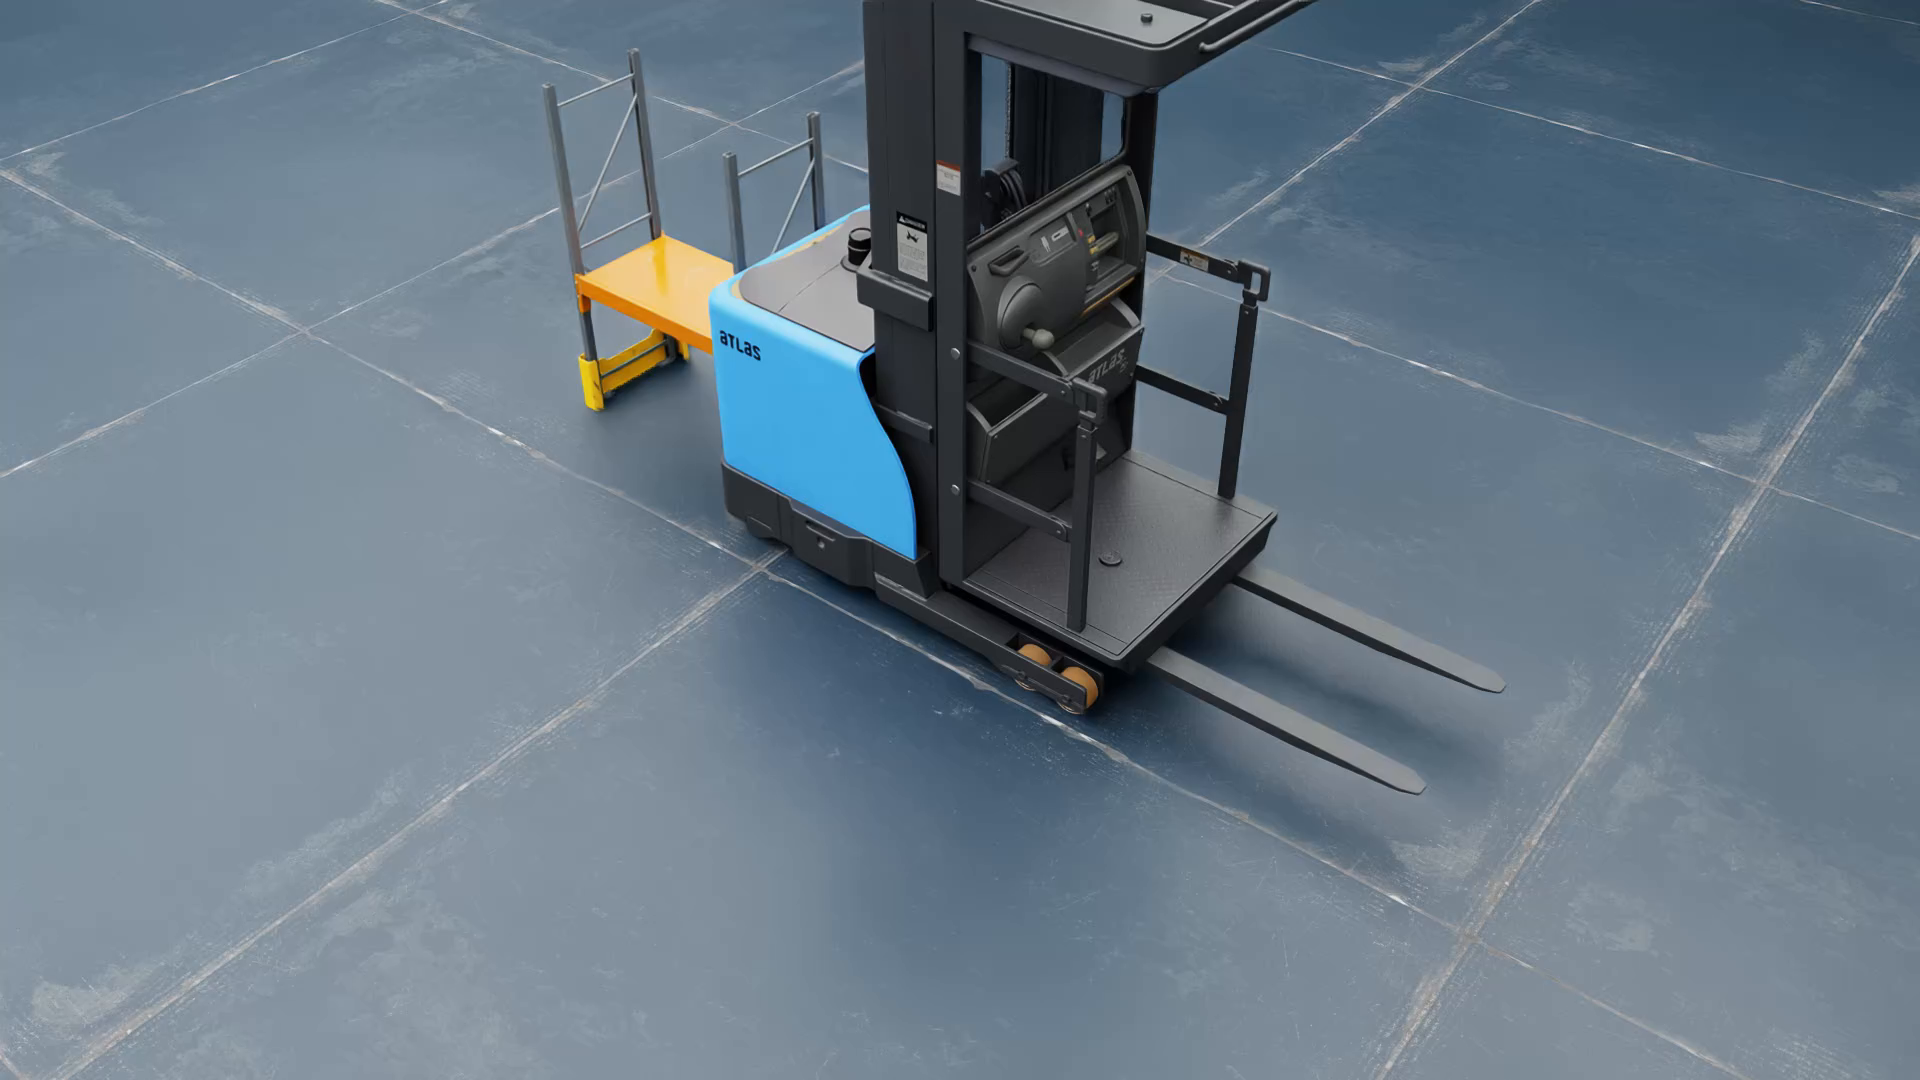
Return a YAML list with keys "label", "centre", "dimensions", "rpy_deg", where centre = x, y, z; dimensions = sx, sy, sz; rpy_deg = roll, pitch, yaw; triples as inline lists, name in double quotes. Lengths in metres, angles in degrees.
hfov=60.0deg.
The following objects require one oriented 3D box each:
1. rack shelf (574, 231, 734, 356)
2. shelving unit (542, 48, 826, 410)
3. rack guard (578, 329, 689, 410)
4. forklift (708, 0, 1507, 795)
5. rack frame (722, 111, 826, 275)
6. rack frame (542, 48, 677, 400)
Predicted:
- label: "rack shelf"
  centre: [-1.105, -0.998, 7.099]
  dimensions: [1.000, 0.185, 0.538]
  rpy_deg: [26, 45, 30]
- label: "shelving unit"
  centre: [-1.098, -1.136, 6.984]
  dimensions: [1.083, 1.500, 0.587]
  rpy_deg: [26, 45, 30]
- label: "rack guard"
  centre: [-1.487, -0.836, 7.615]
  dimensions: [0.087, 0.250, 0.587]
  rpy_deg: [26, 45, 30]
- label: "forklift"
  centre: [0.505, -0.904, 5.528]
  dimensions: [3.031, 2.935, 1.130]
  rpy_deg: [26, 45, 30]
- label: "rack frame"
  centre: [-0.709, -0.943, 6.738]
  dimensions: [0.032, 1.500, 0.500]
  rpy_deg: [26, 45, 30]
- label: "rack frame"
  centre: [-1.502, -1.335, 7.239]
  dimensions: [0.032, 1.500, 0.500]
  rpy_deg: [26, 45, 30]
